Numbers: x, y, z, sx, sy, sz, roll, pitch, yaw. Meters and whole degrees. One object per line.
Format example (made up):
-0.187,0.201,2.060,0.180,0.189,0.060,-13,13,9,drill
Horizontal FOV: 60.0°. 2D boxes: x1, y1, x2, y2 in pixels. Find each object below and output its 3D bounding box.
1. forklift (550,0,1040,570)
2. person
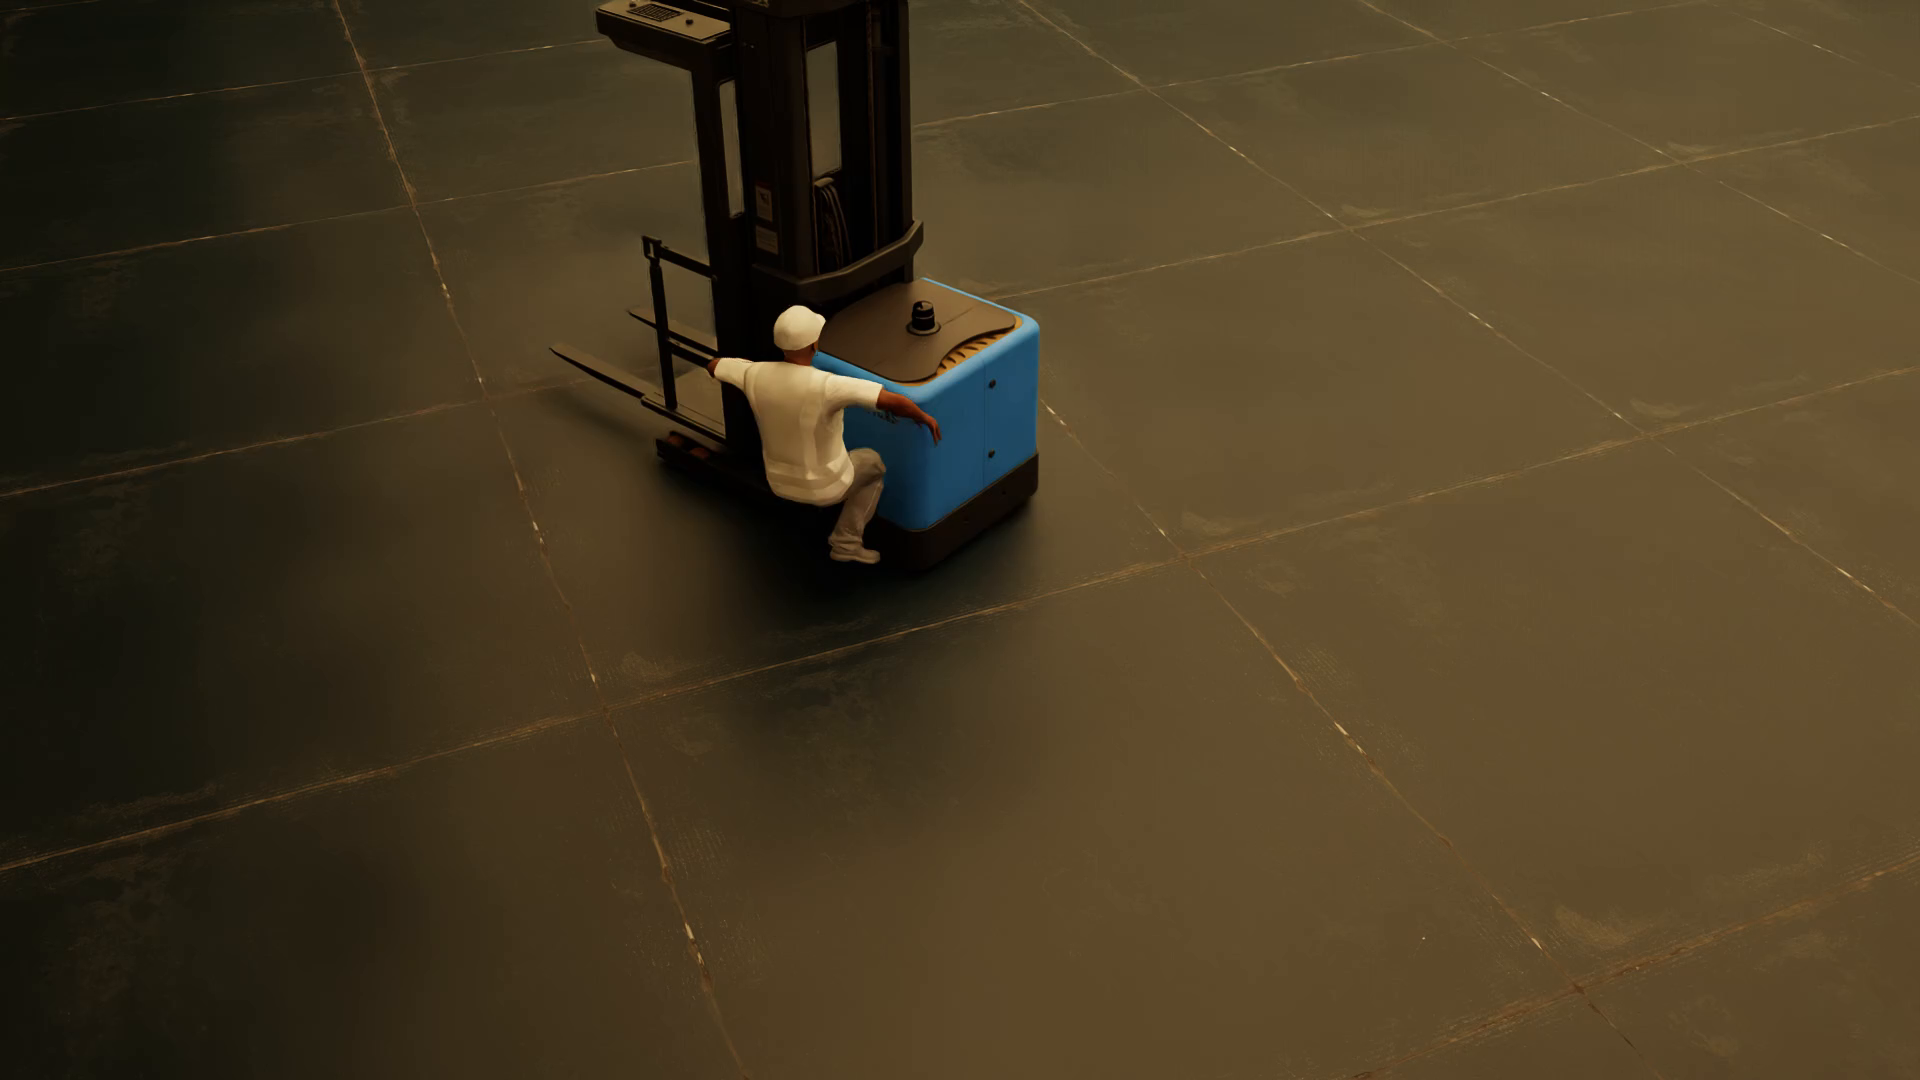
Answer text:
-1.046,-1.748,8.557,3.031,2.935,1.130,25,43,31,forklift
-0.623,-0.517,7.954,1.186,1.500,0.842,16,38,21,person
